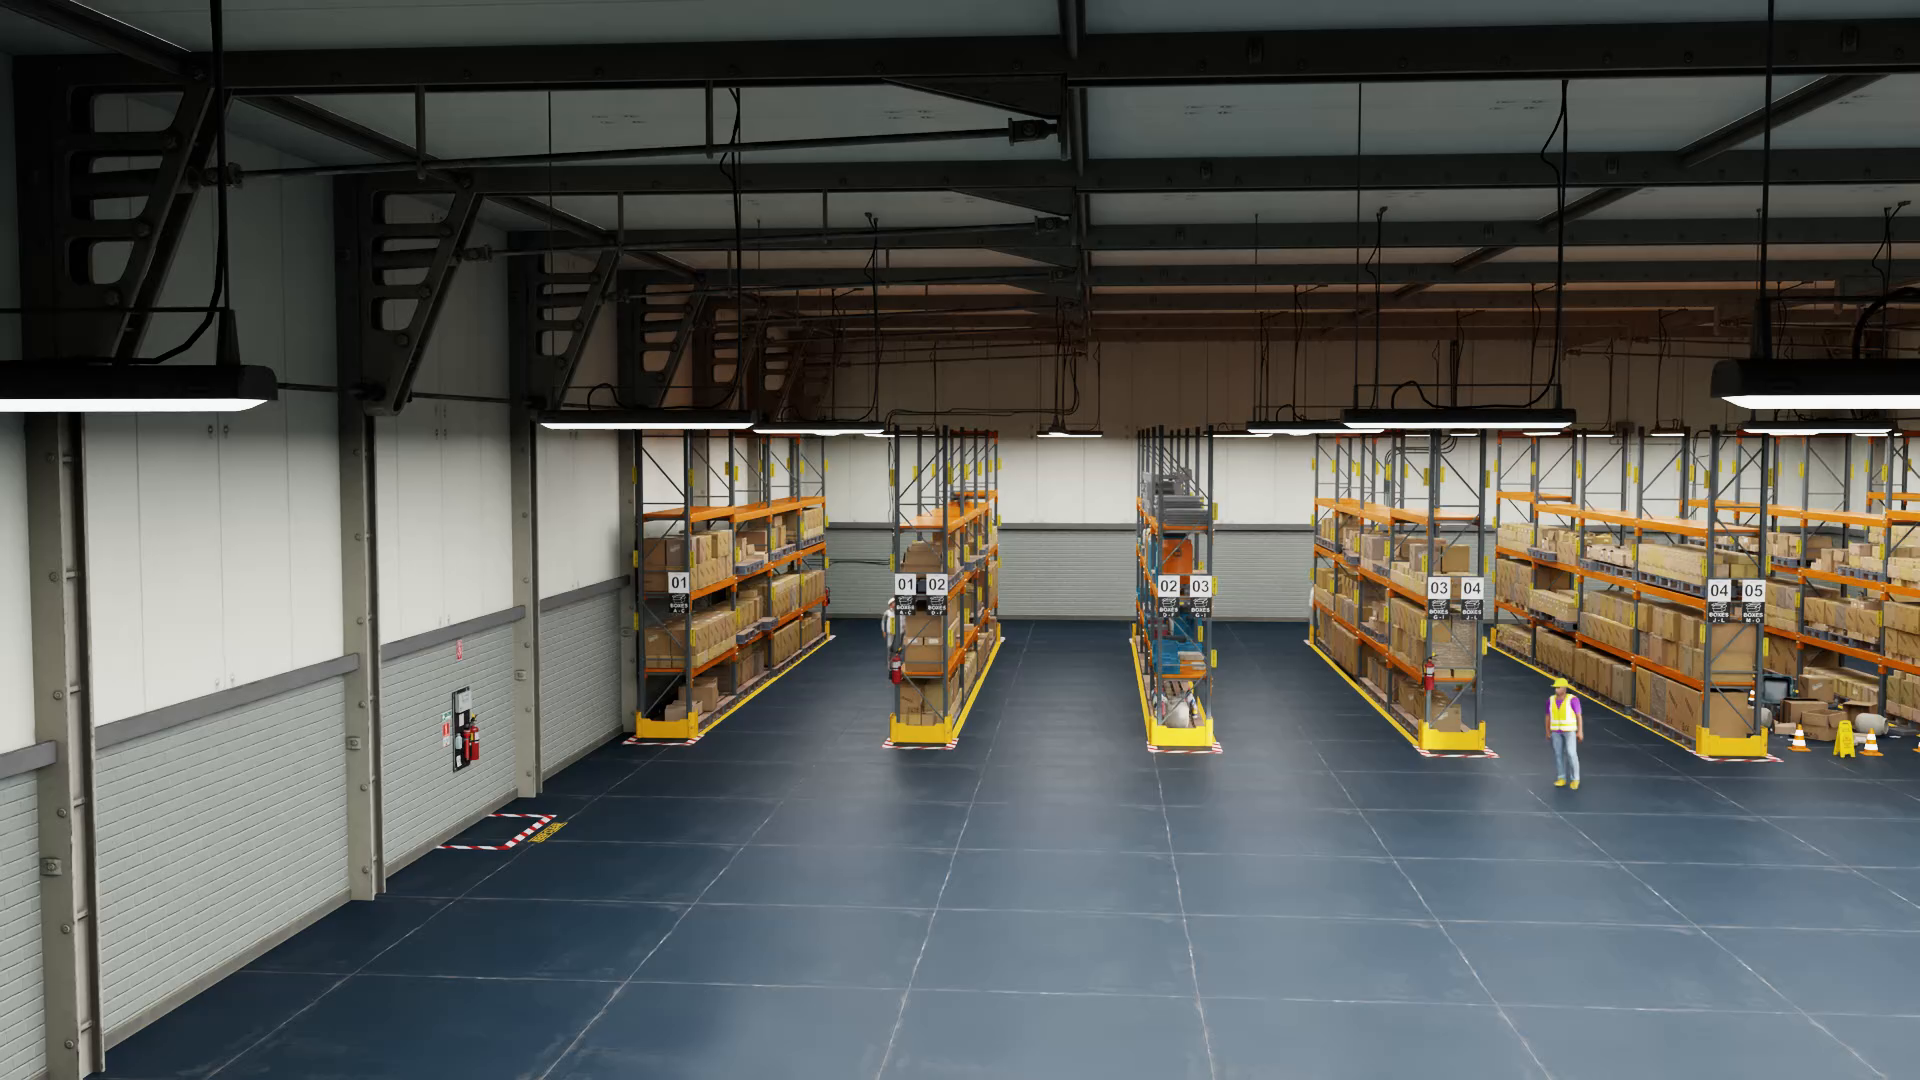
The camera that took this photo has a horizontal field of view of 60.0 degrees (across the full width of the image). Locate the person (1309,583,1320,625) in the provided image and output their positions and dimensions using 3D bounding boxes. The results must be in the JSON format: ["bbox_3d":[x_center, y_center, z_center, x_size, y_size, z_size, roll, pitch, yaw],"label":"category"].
[{"bbox_3d":[10.428,1.984,48.540,0.474,1.658,0.540,1,3,10],"label":"person"}]

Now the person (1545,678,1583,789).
[{"bbox_3d":[9.972,3.190,27.538,0.620,1.801,0.395,3,5,41],"label":"person"}]

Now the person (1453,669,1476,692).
[{"bbox_3d":[11.559,2.564,37.821,0.569,1.801,0.582,-2,4,-24],"label":"person"}]

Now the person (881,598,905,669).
[{"bbox_3d":[-1.673,2.363,42.011,0.647,1.751,0.940,0,3,5],"label":"person"}]
